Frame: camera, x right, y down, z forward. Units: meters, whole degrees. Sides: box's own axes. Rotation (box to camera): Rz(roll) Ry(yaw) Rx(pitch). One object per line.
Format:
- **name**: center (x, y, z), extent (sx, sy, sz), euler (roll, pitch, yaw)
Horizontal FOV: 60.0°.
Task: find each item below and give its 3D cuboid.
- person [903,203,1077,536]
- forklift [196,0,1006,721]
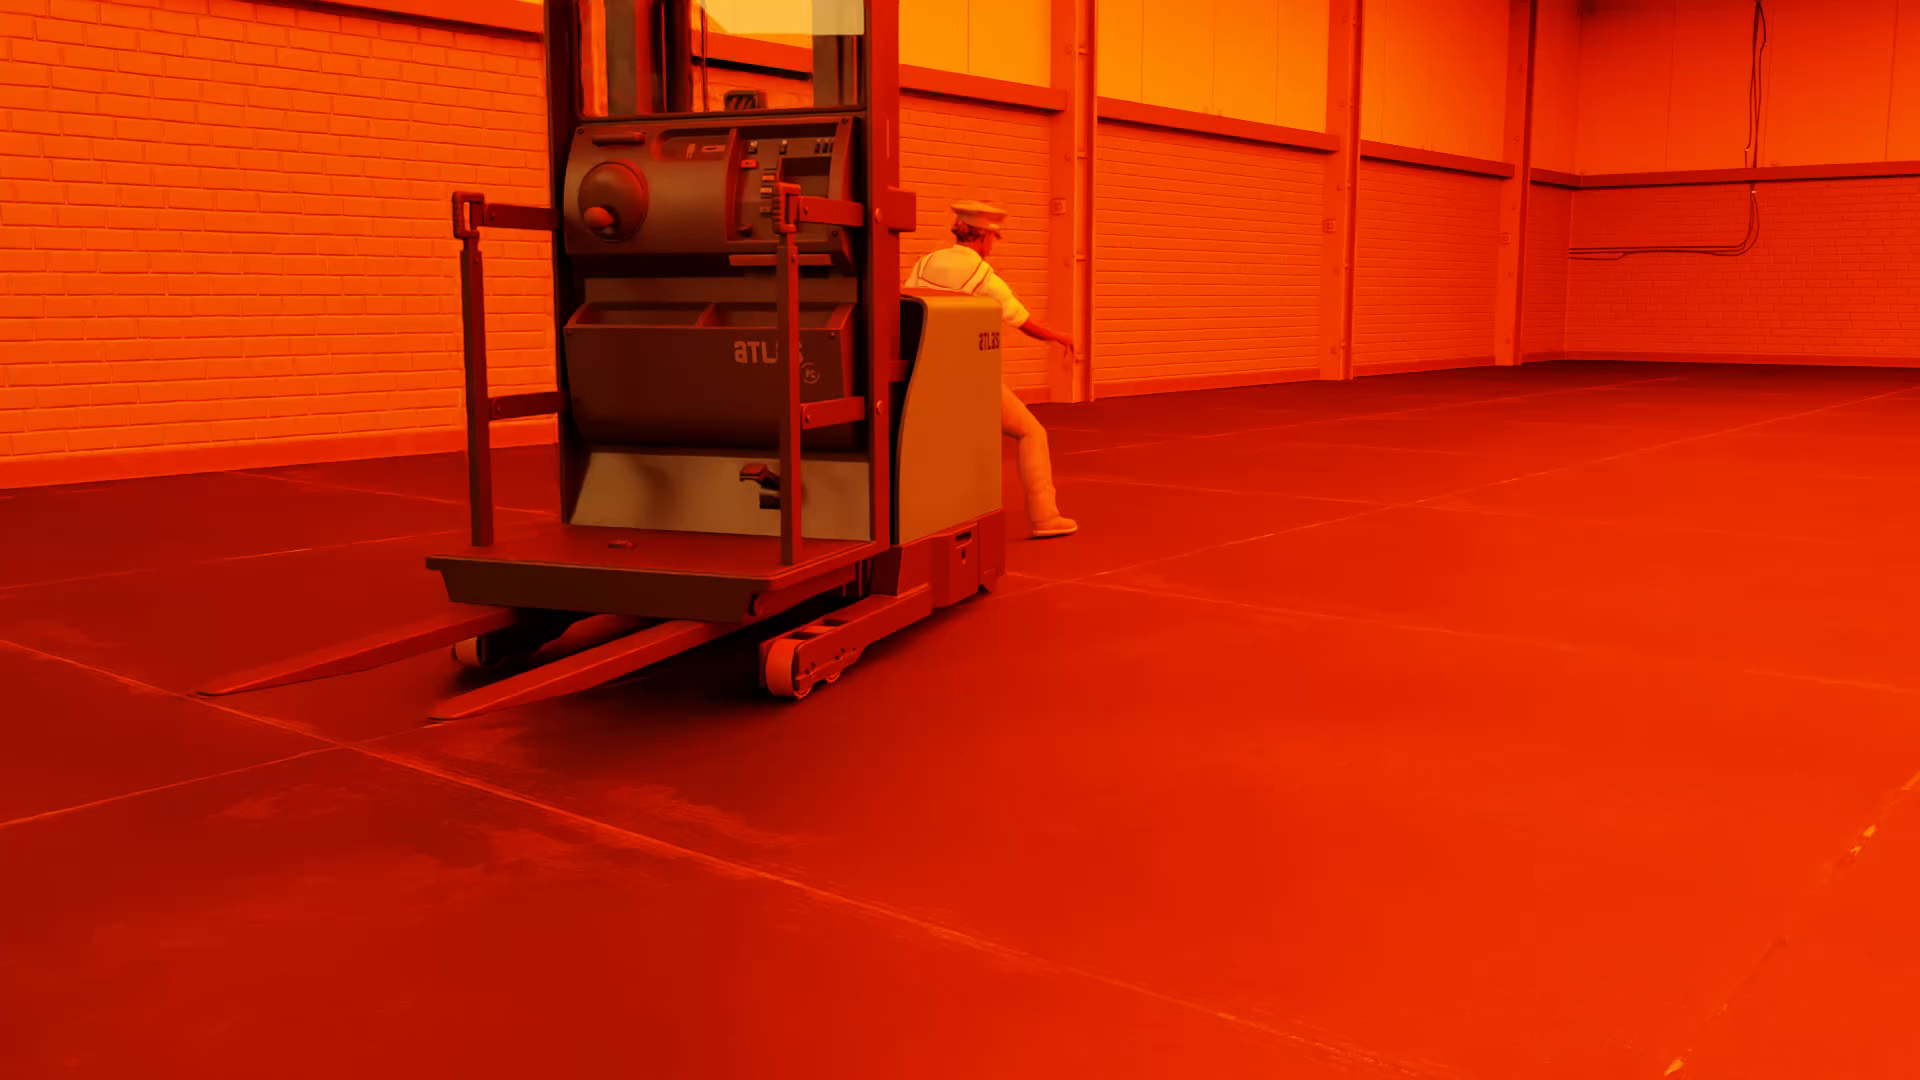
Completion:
- **person**: center (0.104, -0.780, 7.608), extent (0.850, 1.481, 0.715), euler (6, 10, 34)
- **forklift**: center (-0.824, -1.089, 4.722), extent (1.130, 2.935, 3.031), euler (3, 9, 20)
